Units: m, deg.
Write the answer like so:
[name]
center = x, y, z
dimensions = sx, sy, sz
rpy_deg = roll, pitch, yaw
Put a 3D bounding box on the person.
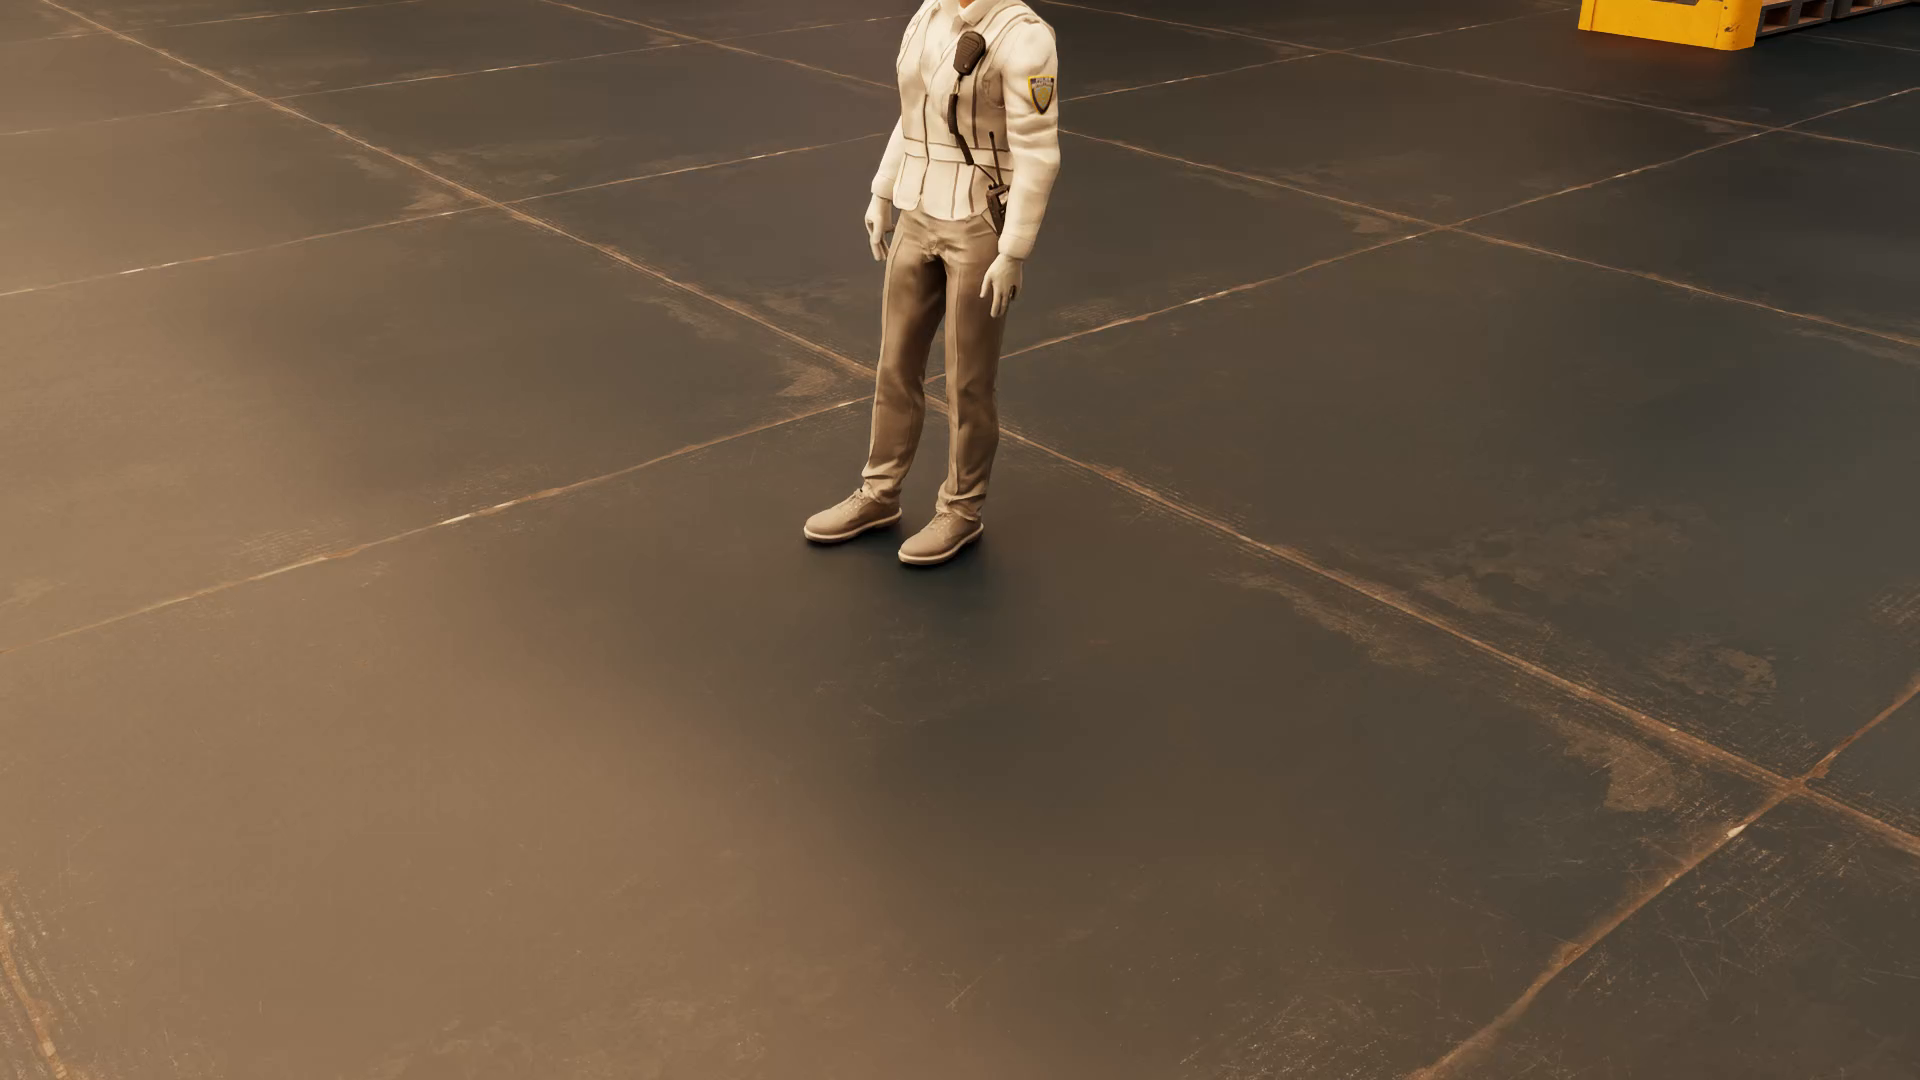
[person]
center = -0.057, -0.748, 4.086
dimensions = 0.531, 1.695, 0.587
rpy_deg = -20, 33, -35
